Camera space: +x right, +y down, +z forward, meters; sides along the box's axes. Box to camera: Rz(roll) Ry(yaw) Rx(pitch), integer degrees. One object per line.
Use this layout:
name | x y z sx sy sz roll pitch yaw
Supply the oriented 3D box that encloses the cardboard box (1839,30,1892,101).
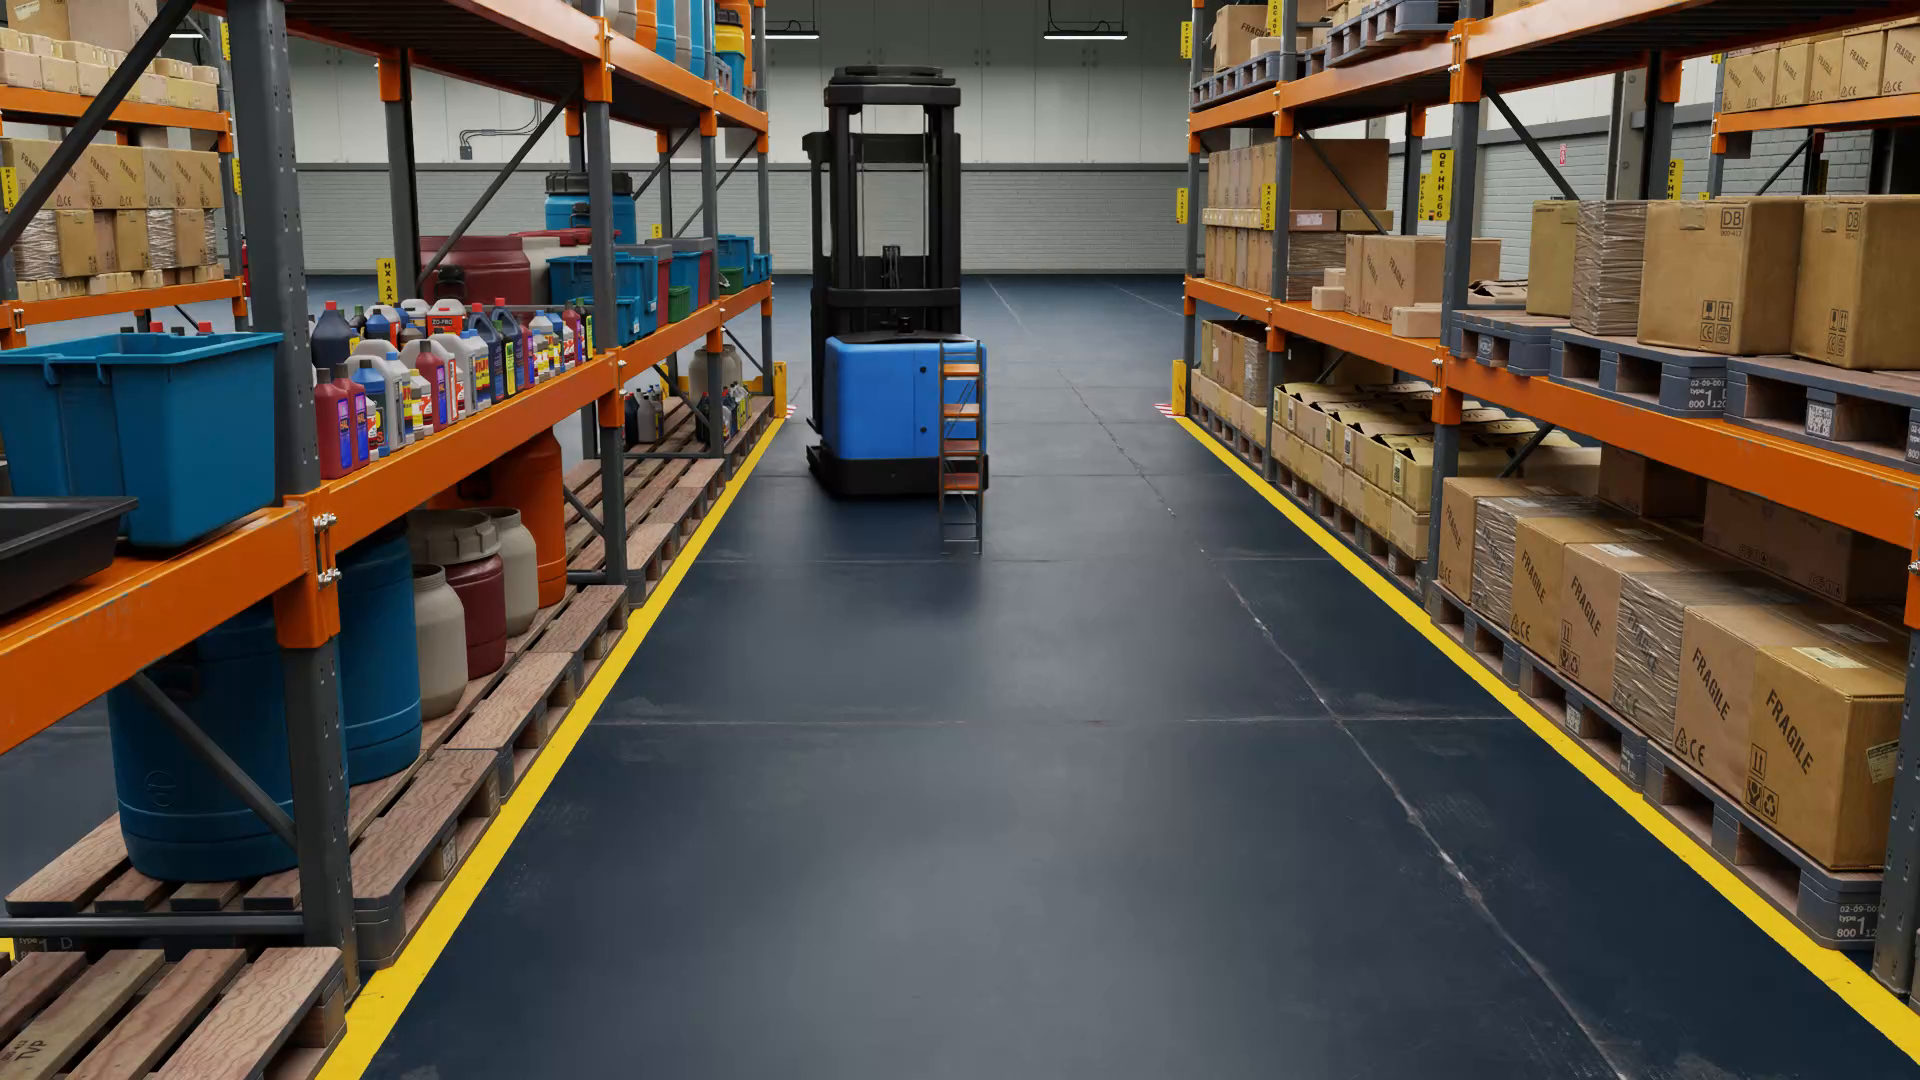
cardboard box | 7.384 -3.759 13.198 0.500 0.500 0.500 -1 11 -3

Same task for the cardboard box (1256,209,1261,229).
cardboard box | 2.499 -2.473 12.820 0.380 0.149 0.250 0 11 -1

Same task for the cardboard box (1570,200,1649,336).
cardboard box | 2.773 -1.052 6.390 0.700 0.500 0.500 2 12 10

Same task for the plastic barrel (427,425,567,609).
plastic barrel | -2.106 -0.130 7.555 0.600 0.830 0.708 0 11 -1

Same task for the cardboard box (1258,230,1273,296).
cardboard box | 2.703 -2.141 12.818 0.700 0.500 0.500 0 11 -2

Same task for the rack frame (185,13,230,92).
rack frame | -7.251 -5.594 15.002 1.000 3.000 0.127 0 11 -1

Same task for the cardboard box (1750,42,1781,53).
cardboard box | 7.331 -4.557 14.615 0.500 0.500 0.500 0 11 -2

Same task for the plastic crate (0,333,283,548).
plastic crate | -1.700 -0.220 3.486 0.392 0.384 0.575 0 11 -1

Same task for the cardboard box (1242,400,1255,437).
cardboard box | 2.508 -0.948 13.048 0.500 0.250 0.500 0 11 -1

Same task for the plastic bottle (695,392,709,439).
plastic bottle | -1.962 -0.959 12.796 0.144 0.351 0.185 0 11 -1

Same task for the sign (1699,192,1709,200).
sign | 7.064 -3.137 15.802 0.100 0.325 0.005 0 11 -1

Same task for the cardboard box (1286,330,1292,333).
cardboard box | 3.007 -1.517 13.964 0.500 0.500 0.500 0 11 -1

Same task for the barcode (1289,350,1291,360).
barcode | 2.325 -1.308 11.727 0.001 0.075 0.075 0 11 -1

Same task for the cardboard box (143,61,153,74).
cardboard box | -6.913 -3.934 13.735 0.380 0.149 0.250 -1 11 -4

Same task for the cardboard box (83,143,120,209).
cardboard box | -6.945 -2.833 12.966 0.500 0.500 0.500 0 11 -1

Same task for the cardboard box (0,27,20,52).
cardboard box | -6.867 -3.517 11.681 0.380 0.149 0.250 -1 11 -3

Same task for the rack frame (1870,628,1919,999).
rack frame | 2.902 -0.309 4.038 1.000 3.000 0.127 0 11 -1

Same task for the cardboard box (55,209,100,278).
cardboard box | -7.091 -2.243 12.573 0.875 0.500 0.500 0 11 -1

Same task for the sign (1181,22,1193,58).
sign | 2.099 -4.630 15.397 0.100 0.325 0.005 0 11 -1

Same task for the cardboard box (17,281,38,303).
cardboard box | -6.872 -1.780 11.921 0.380 0.149 0.250 0 11 -1

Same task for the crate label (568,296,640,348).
crate label | -1.767 -1.088 8.297 0.303 0.233 0.416 0 11 -1

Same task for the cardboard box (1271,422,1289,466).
cardboard box | 2.497 -0.676 11.708 0.500 0.250 0.500 -1 11 -3

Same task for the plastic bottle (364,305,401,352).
plastic bottle | -2.438 -0.844 6.989 0.152 0.276 0.135 0 11 -1

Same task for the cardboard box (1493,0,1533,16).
cardboard box | 2.862 -2.537 7.222 0.910 0.500 0.500 0 11 -1

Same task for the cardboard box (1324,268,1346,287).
cardboard box | 2.790 -1.728 11.410 0.500 0.250 0.500 0 11 2

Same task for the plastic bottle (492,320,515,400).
plastic bottle | -1.668 -0.658 6.052 0.061 0.283 0.133 0 11 -1

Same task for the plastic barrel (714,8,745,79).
plastic barrel | -2.148 -4.217 14.226 0.600 0.588 0.600 0 11 0

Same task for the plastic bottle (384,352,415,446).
plastic bottle | -1.662 -0.416 4.888 0.097 0.271 0.097 0 11 0

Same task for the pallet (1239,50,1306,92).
pallet | 2.693 -3.495 12.422 1.003 0.211 1.213 0 11 -1

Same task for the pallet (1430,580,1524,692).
pallet | 2.797 0.411 7.502 1.003 0.211 1.213 0 11 -1

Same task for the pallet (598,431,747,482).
pallet | -2.188 -0.647 12.716 1.003 0.211 1.213 0 11 -1

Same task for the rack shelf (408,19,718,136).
rack shelf | -2.175 -2.600 9.593 1.077 0.370 4.000 0 11 -1

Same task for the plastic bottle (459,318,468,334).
plastic bottle | -1.815 -0.684 6.180 0.061 0.283 0.133 0 11 -1

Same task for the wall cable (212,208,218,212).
wall cable | -22.366 -10.423 46.614 3.097 2.526 0.112 0 11 -1

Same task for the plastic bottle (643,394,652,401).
plastic bottle | -2.528 -1.022 13.296 0.152 0.276 0.135 0 11 0

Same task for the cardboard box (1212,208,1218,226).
cardboard box | 2.458 -2.880 14.829 0.380 0.149 0.250 0 11 -1

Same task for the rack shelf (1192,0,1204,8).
rack shelf | 2.695 -4.688 13.351 1.077 0.370 4.000 0 11 -1

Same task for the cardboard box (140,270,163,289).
cardboard box | -6.902 -2.178 13.881 0.380 0.149 0.250 0 11 -1

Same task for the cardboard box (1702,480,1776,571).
cardboard box | 3.104 -0.063 6.118 0.500 0.250 0.500 0 11 -2

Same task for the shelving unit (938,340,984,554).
shelving unit | 0.003 -0.555 9.778 0.258 1.200 0.503 0 11 -1

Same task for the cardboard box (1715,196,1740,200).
cardboard box | 7.316 -2.923 15.364 0.500 0.500 0.500 0 11 -1

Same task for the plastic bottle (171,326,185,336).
plastic bottle | -2.253 -0.447 4.843 0.144 0.351 0.185 0 11 -1

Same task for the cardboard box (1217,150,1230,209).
cardboard box | 2.668 -3.171 14.632 0.700 0.500 0.500 -1 11 -3

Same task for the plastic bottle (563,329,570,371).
plastic bottle | -1.708 -0.820 7.057 0.097 0.201 0.097 0 11 0

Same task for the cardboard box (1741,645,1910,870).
cardboard box | 2.605 0.604 4.720 0.500 0.500 0.500 0 11 -1

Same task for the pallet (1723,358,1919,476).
pallet | 2.994 -0.374 4.842 1.003 0.211 1.213 0 11 -1

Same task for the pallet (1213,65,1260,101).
pallet | 2.671 -3.737 13.614 1.003 0.211 1.213 0 11 -1

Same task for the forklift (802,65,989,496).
forklift | -0.582 -1.981 12.454 1.130 2.935 3.031 -2 12 -10

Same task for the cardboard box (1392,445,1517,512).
cardboard box | 2.562 -0.340 8.641 0.500 0.311 0.500 0 11 0

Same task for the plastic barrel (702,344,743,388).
plastic barrel | -2.209 -1.531 15.261 0.421 0.512 0.421 0 11 0

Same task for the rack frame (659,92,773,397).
rack frame | -2.299 -2.675 15.699 1.000 3.000 0.127 0 11 -1

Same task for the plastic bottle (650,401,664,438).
plastic bottle | -2.374 -0.931 12.847 0.152 0.276 0.135 0 11 -1
